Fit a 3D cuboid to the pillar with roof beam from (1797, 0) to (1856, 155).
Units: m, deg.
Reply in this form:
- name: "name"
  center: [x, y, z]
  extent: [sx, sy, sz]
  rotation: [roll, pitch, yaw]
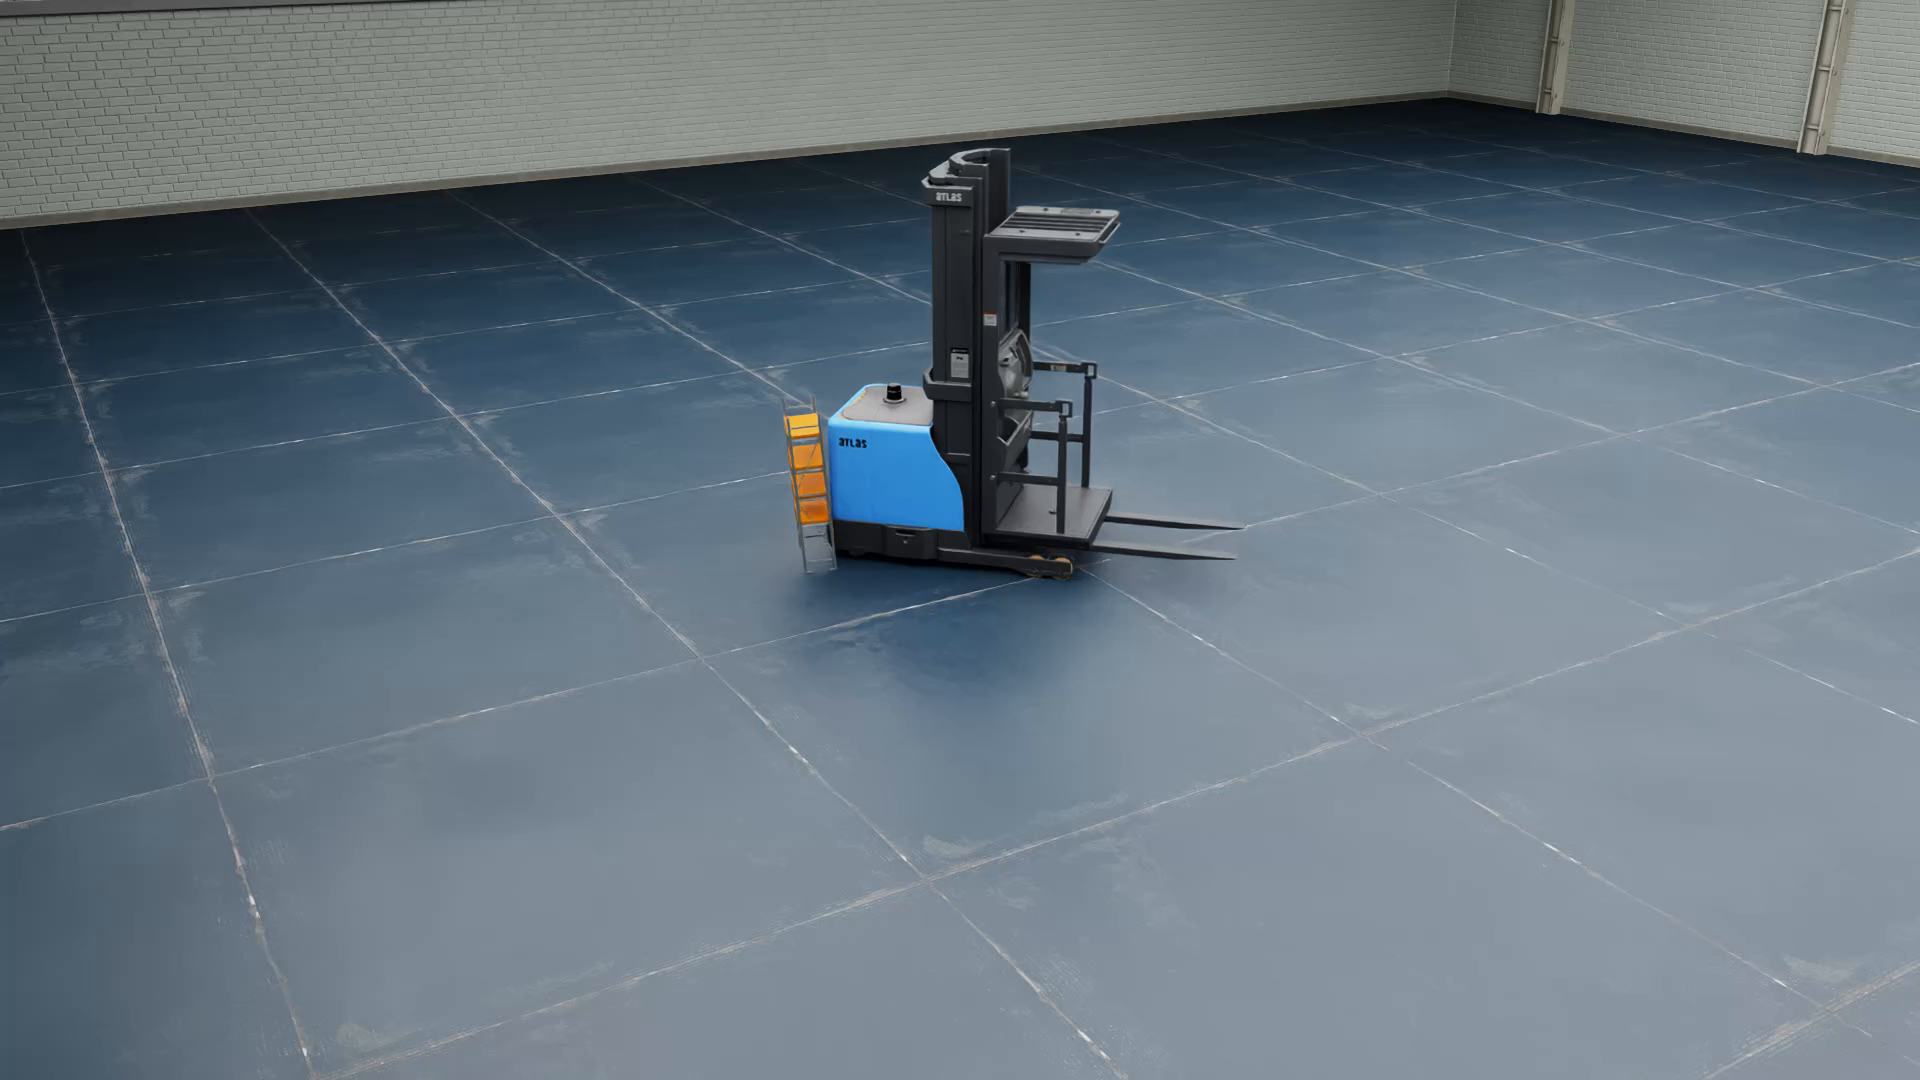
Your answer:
- name: "pillar with roof beam"
  center: [11.656, -10.322, 26.255]
  extent: [9.100, 9.000, 0.400]
  rotation: [-13, 25, -28]

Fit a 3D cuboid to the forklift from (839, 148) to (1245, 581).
- name: "forklift"
  center: [0.590, -1.279, 12.066]
  extent: [3.031, 2.935, 1.121]
  rotation: [5, 23, 13]

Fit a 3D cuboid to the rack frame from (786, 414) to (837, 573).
- name: "rack frame"
  center: [-1.066, -0.324, 11.991]
  extent: [0.240, 1.200, 0.015]
  rotation: [-8, 23, -7]

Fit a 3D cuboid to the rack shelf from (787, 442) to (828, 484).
- name: "rack shelf"
  center: [-1.118, -0.558, 12.154]
  extent: [0.258, 0.148, 0.480]
  rotation: [-8, 23, -7]

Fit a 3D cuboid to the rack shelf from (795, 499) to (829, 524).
- name: "rack shelf"
  center: [-1.091, -0.219, 12.296]
  extent: [0.221, 0.021, 0.457]
  rotation: [-8, 23, -7]

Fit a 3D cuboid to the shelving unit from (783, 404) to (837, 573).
- name: "shelving unit"
  center: [-1.106, -0.414, 12.212]
  extent: [0.258, 1.200, 0.499]
  rotation: [-8, 23, -7]

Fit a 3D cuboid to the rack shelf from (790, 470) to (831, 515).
- name: "rack shelf"
  center: [-1.102, -0.353, 12.240]
  extent: [0.258, 0.148, 0.480]
  rotation: [-8, 23, -7]

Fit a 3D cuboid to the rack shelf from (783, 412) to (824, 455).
- name: "rack shelf"
  center: [-1.135, -0.776, 12.063]
  extent: [0.258, 0.148, 0.480]
  rotation: [-8, 23, -7]

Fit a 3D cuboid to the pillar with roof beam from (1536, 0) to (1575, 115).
- name: "pillar with roof beam"
  center: [8.591, -12.264, 31.034]
  extent: [9.100, 9.000, 0.400]
  rotation: [-13, 25, -28]

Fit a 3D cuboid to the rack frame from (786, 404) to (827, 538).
- name: "rack frame"
  center: [-1.148, -0.505, 12.437]
  extent: [0.228, 1.046, 0.006]
  rotation: [-8, 23, -7]
